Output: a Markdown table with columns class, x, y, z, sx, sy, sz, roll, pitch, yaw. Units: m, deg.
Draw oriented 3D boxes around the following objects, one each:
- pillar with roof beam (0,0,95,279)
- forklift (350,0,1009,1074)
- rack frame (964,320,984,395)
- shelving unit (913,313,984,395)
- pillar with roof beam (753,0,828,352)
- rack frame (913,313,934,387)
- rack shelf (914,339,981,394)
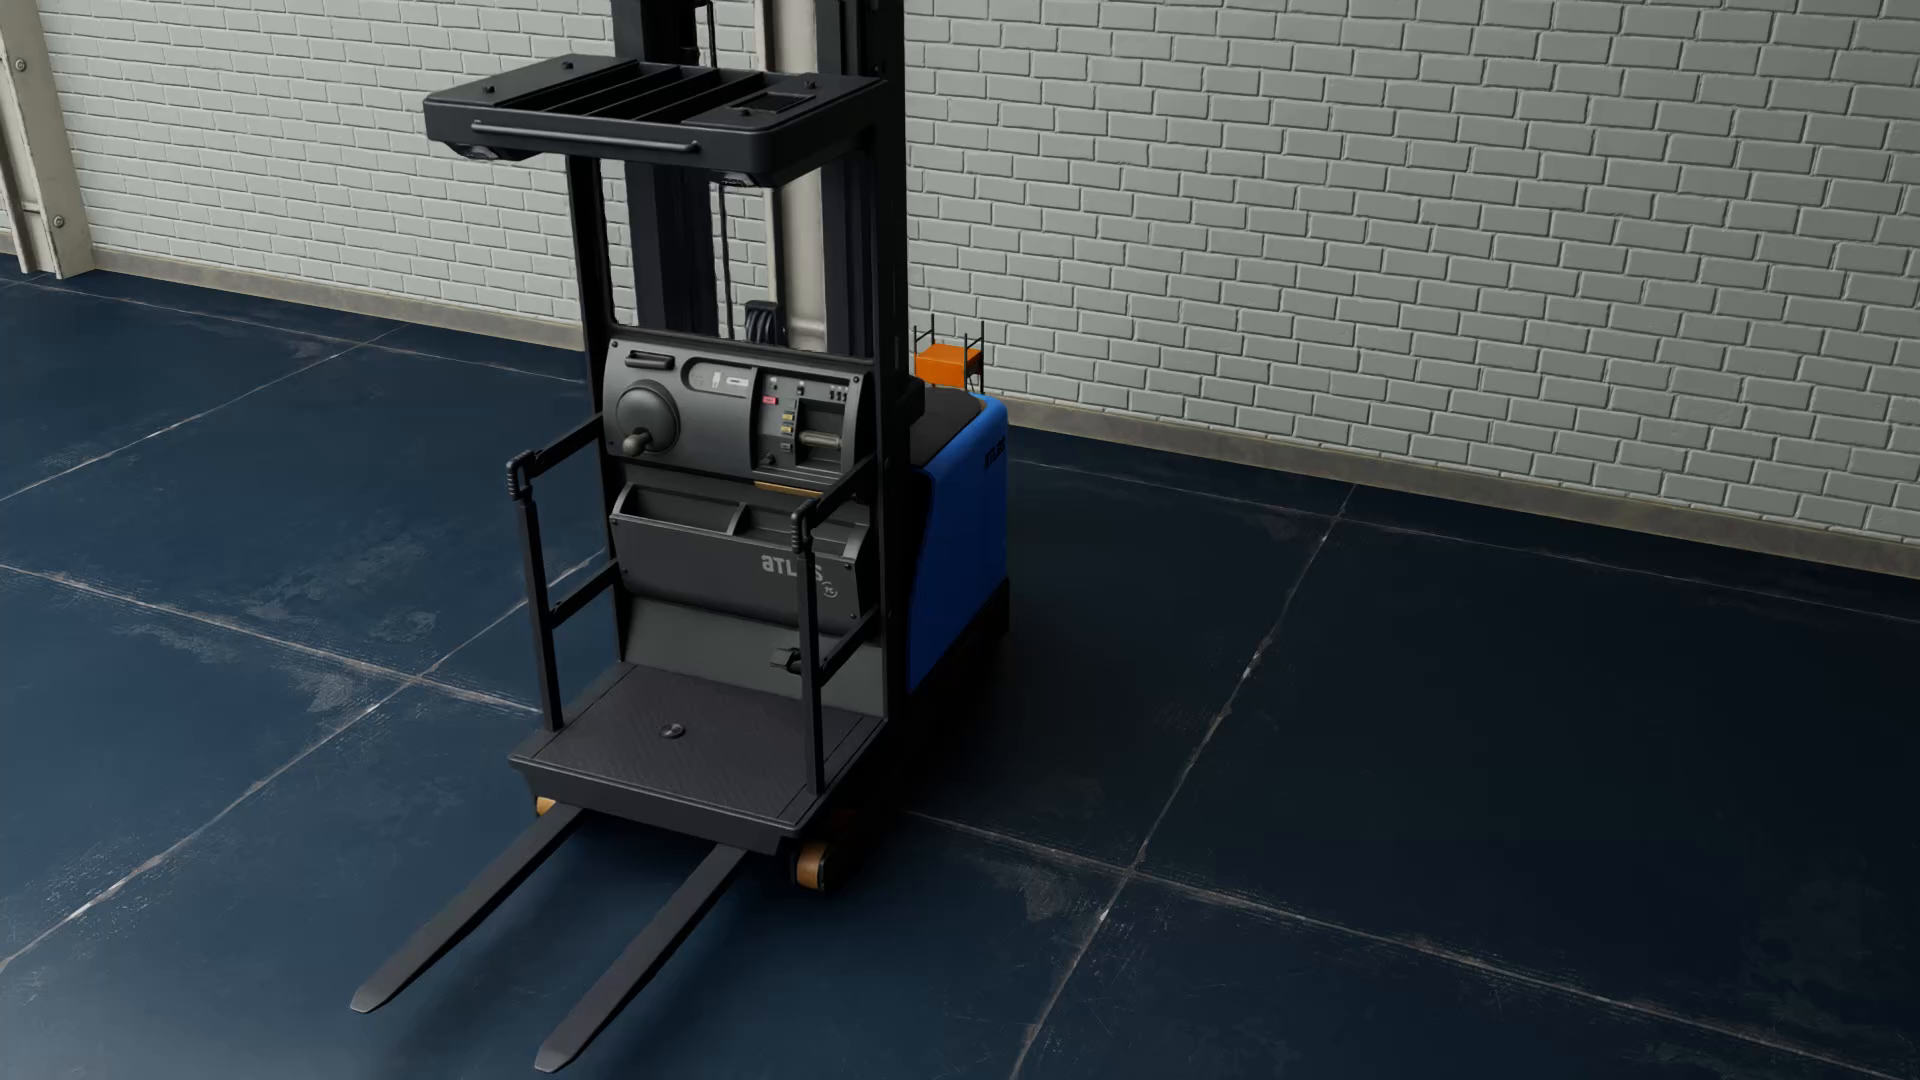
| class | x | y | z | sx | sy | sz | roll | pitch | yaw |
| --- | --- | --- | --- | --- | --- | --- | --- | --- | --- |
| pillar with roof beam | -8.040 | -4.186 | 6.065 | 0.400 | 9.000 | 9.100 | 11 | 28 | 22 |
| forklift | -0.820 | -0.383 | 5.210 | 1.130 | 2.935 | 3.031 | 10 | 28 | 20 |
| rack frame | 0.062 | -0.458 | 7.493 | 0.008 | 1.050 | 0.200 | 11 | 28 | 22 |
| shelving unit | -0.049 | -0.481 | 7.538 | 0.252 | 1.050 | 0.215 | 11 | 28 | 22 |
| pillar with roof beam | -2.578 | -3.089 | 3.837 | 0.400 | 9.000 | 9.100 | 11 | 28 | 22 |
| rack frame | -0.160 | -0.503 | 7.583 | 0.008 | 1.050 | 0.200 | 11 | 28 | 22 |
| rack shelf | -0.049 | -0.726 | 7.417 | 0.240 | 0.259 | 0.215 | 11 | 28 | 22 |
